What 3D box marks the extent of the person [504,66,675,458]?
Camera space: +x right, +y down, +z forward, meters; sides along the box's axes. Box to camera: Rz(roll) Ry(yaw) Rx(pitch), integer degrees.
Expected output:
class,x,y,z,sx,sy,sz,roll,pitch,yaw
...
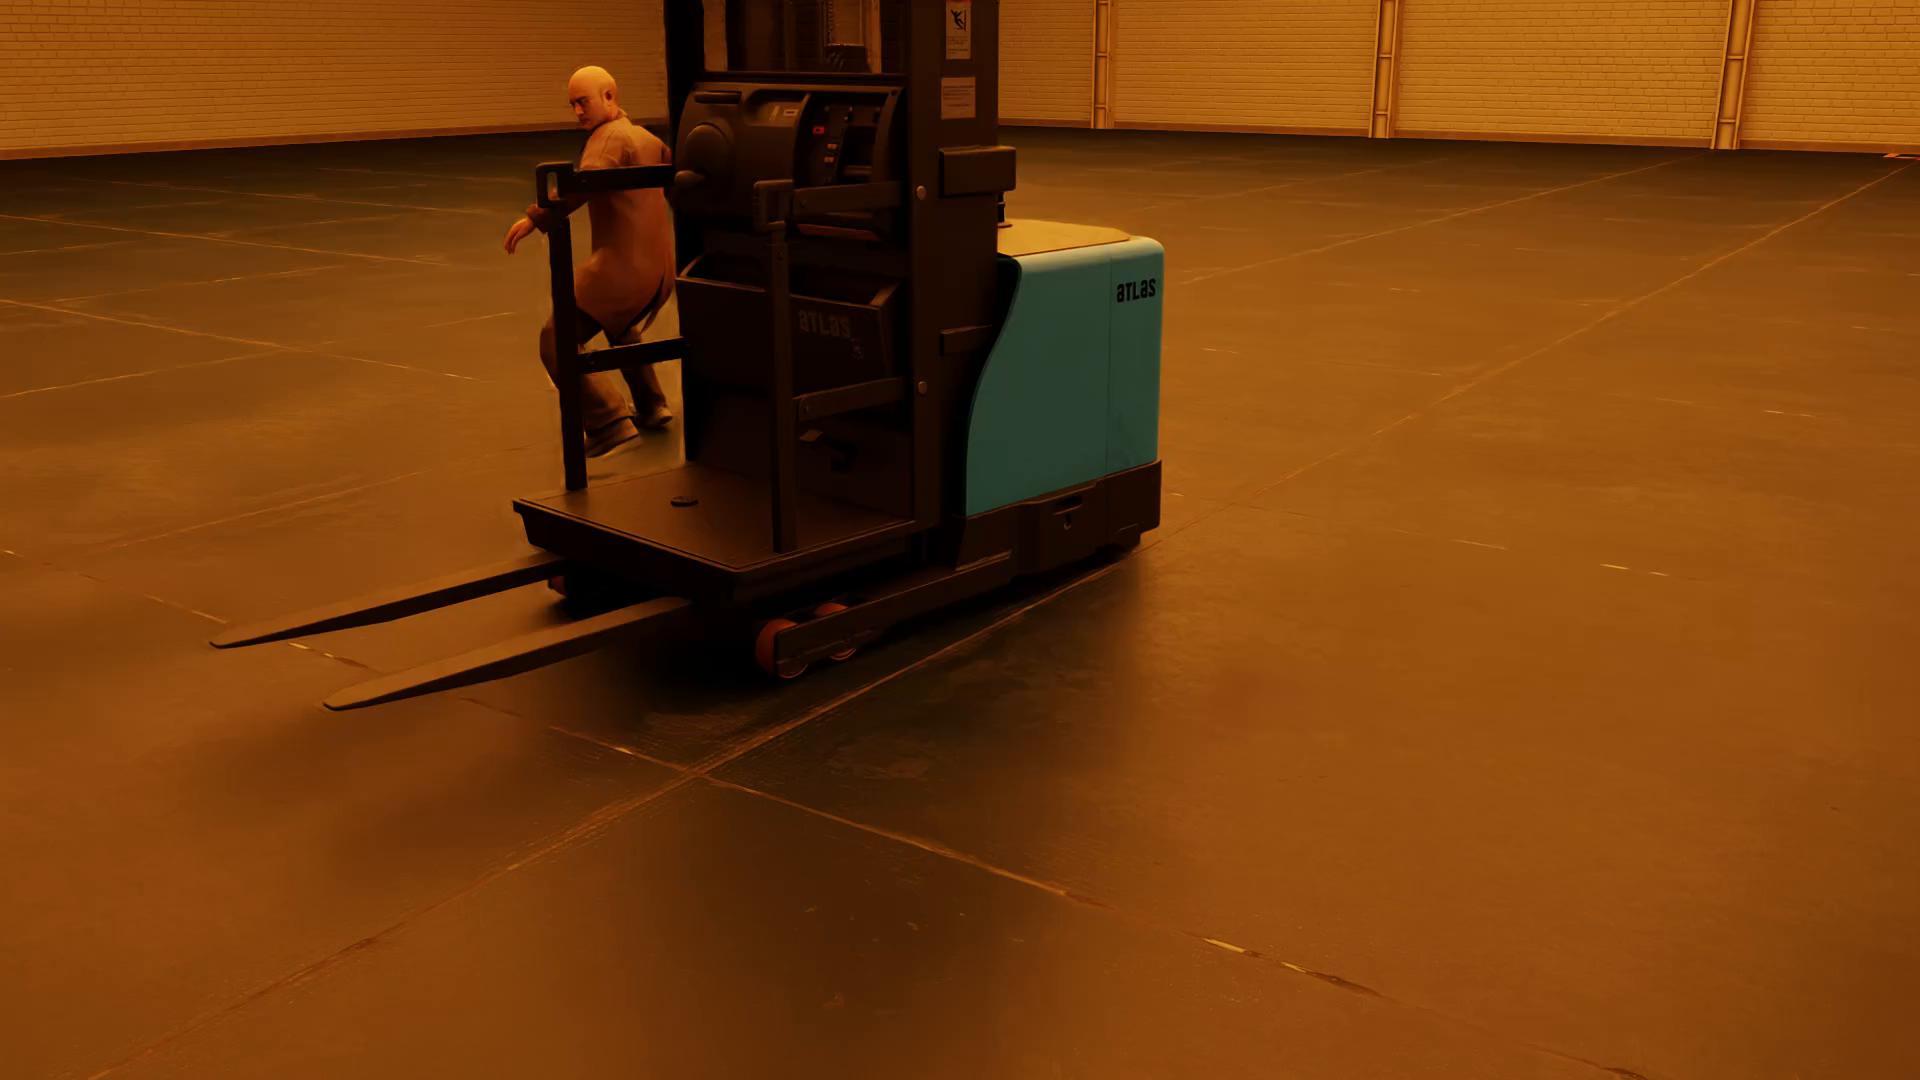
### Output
class,x,y,z,sx,sy,sz,roll,pitch,yaw
person,-1.420,-1.156,7.162,0.606,1.702,1.218,5,17,17

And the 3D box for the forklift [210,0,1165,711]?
class,x,y,z,sx,sy,sz,roll,pitch,yaw
forklift,-0.665,-1.181,4.780,1.130,2.935,3.031,15,22,41
